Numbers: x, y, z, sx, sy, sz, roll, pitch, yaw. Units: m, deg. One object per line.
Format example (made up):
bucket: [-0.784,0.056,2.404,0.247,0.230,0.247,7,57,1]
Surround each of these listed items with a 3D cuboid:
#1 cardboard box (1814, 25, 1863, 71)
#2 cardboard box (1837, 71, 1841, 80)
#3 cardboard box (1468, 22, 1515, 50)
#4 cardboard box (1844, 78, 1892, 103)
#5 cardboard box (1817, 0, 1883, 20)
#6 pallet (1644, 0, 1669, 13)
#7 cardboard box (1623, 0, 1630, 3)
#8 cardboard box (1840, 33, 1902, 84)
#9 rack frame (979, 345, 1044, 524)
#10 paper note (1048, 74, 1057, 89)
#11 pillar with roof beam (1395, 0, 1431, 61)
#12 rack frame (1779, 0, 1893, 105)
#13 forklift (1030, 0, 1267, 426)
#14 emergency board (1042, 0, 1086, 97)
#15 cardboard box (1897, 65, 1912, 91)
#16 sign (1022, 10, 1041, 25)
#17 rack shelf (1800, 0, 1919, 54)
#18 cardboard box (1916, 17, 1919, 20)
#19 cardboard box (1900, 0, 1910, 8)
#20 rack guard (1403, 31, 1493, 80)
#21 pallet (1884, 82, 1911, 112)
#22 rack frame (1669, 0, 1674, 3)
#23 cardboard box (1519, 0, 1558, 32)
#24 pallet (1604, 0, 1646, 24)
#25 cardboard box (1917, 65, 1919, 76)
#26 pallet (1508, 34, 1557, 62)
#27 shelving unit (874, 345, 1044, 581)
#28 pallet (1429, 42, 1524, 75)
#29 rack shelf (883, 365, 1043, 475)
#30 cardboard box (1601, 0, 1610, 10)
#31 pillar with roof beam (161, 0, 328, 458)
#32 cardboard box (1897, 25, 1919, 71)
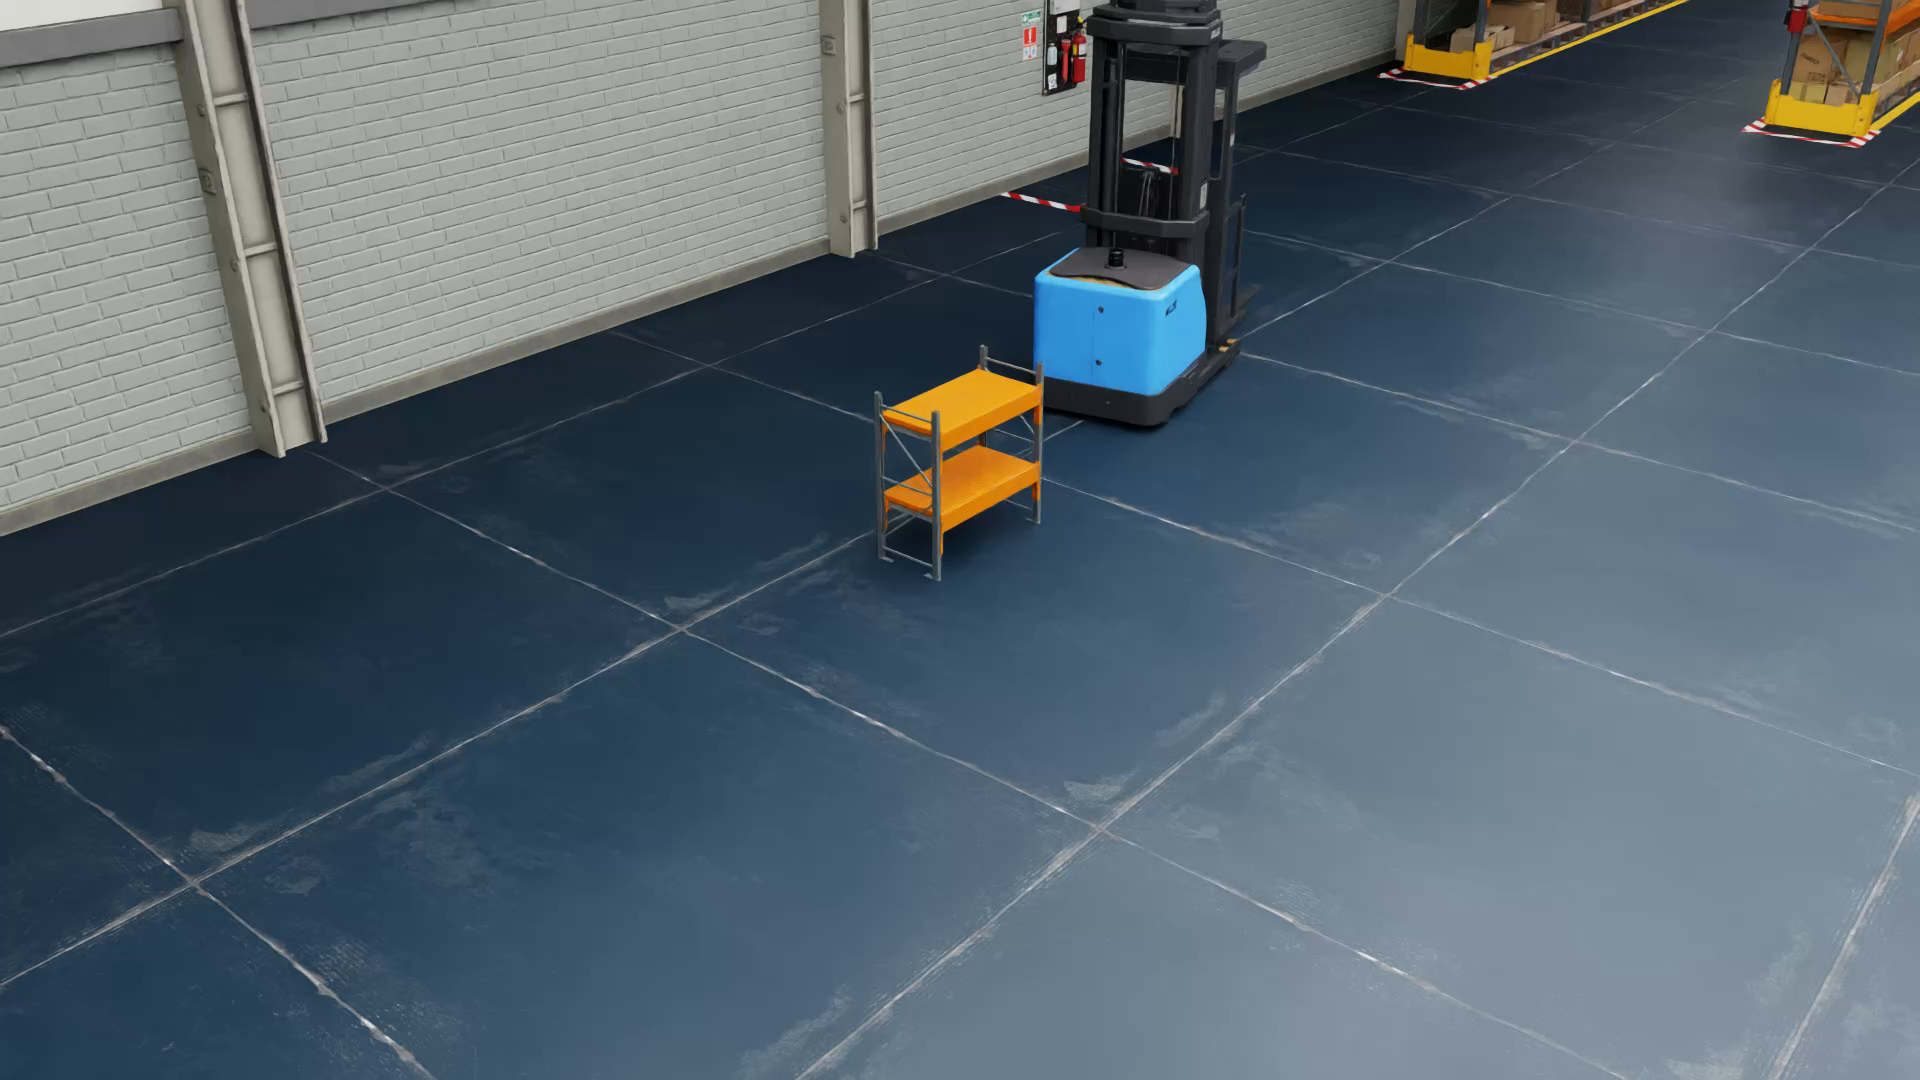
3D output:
cardboard box: [11.375,-6.400,21.575,0.500,0.500,0.500,21,34,34]
cardboard box: [11.061,-5.888,21.402,0.500,0.250,0.500,21,34,34]
cardboard box: [7.686,-7.334,24.110,0.500,0.311,0.500,24,36,38]
cardboard box: [11.467,-5.734,21.105,0.500,0.250,0.500,21,34,34]
cardboard box: [10.946,-6.671,20.273,0.700,0.500,0.500,21,34,34]
pallet: [11.405,-9.233,28.368,1.003,0.211,1.213,21,34,34]
cardboard box: [10.773,-9.230,27.568,0.700,0.500,0.500,21,34,34]
cardboard box: [11.468,-6.067,20.932,0.500,0.500,0.500,21,34,34]
rack frame: [0.328,-0.682,10.845,0.500,1.125,0.032,21,34,34]
paper note: [1.008,-4.987,18.083,0.016,0.148,0.142,21,34,34]
pillar with roof beam: [9.914,-9.819,19.937,9.100,9.000,0.400,21,34,34]
rack frame: [10.639,-6.465,19.983,1.000,3.000,0.127,21,34,34]
forklift: [1.651,-2.787,12.948,1.130,2.935,3.031,13,30,24]
emergency board: [1.174,-5.420,17.963,0.194,1.169,0.643,21,34,34]
cardboard box: [12.107,-6.087,21.787,0.500,0.250,0.500,21,34,34]
sign: [0.753,-5.505,17.511,0.001,0.109,0.331,21,34,34]
rack shelf: [11.911,-6.855,21.519,1.077,0.370,4.000,21,34,34]
cardboard box: [12.730,-6.780,22.310,0.500,0.500,0.500,21,34,34]
cardboard box: [11.596,-7.033,20.973,0.700,0.500,0.500,21,34,35]
rack guard: [6.863,-6.828,23.406,1.175,0.500,0.348,21,34,34]
pallet: [11.869,-5.941,22.004,1.003,0.211,1.213,21,34,34]
rack frame: [11.903,-10.748,28.262,1.000,3.000,0.127,21,34,34]
cardboard box: [8.729,-8.035,25.260,0.500,0.500,0.500,18,32,31]
pallet: [10.628,-8.802,27.536,1.003,0.211,1.213,21,34,34]
cardboard box: [12.731,-6.446,22.481,0.500,0.250,0.500,21,34,34]
pallet: [8.183,-7.408,24.841,1.003,0.211,1.213,21,34,34]
shelving unit: [0.004,-0.502,10.496,0.538,1.125,1.048,21,34,34]
pallet: [7.407,-6.978,24.009,1.003,0.211,1.213,21,34,34]
rack shelf: [0.004,-0.762,10.362,0.538,0.278,1.000,21,34,34]
cardboard box: [10.104,-8.879,26.890,0.700,0.500,0.500,20,33,33]
pillar with roof beam: [-1.535,-3.437,7.601,9.100,9.000,0.400,21,34,34]
cardboard box: [12.108,-6.420,21.614,0.500,0.500,0.500,21,34,34]
